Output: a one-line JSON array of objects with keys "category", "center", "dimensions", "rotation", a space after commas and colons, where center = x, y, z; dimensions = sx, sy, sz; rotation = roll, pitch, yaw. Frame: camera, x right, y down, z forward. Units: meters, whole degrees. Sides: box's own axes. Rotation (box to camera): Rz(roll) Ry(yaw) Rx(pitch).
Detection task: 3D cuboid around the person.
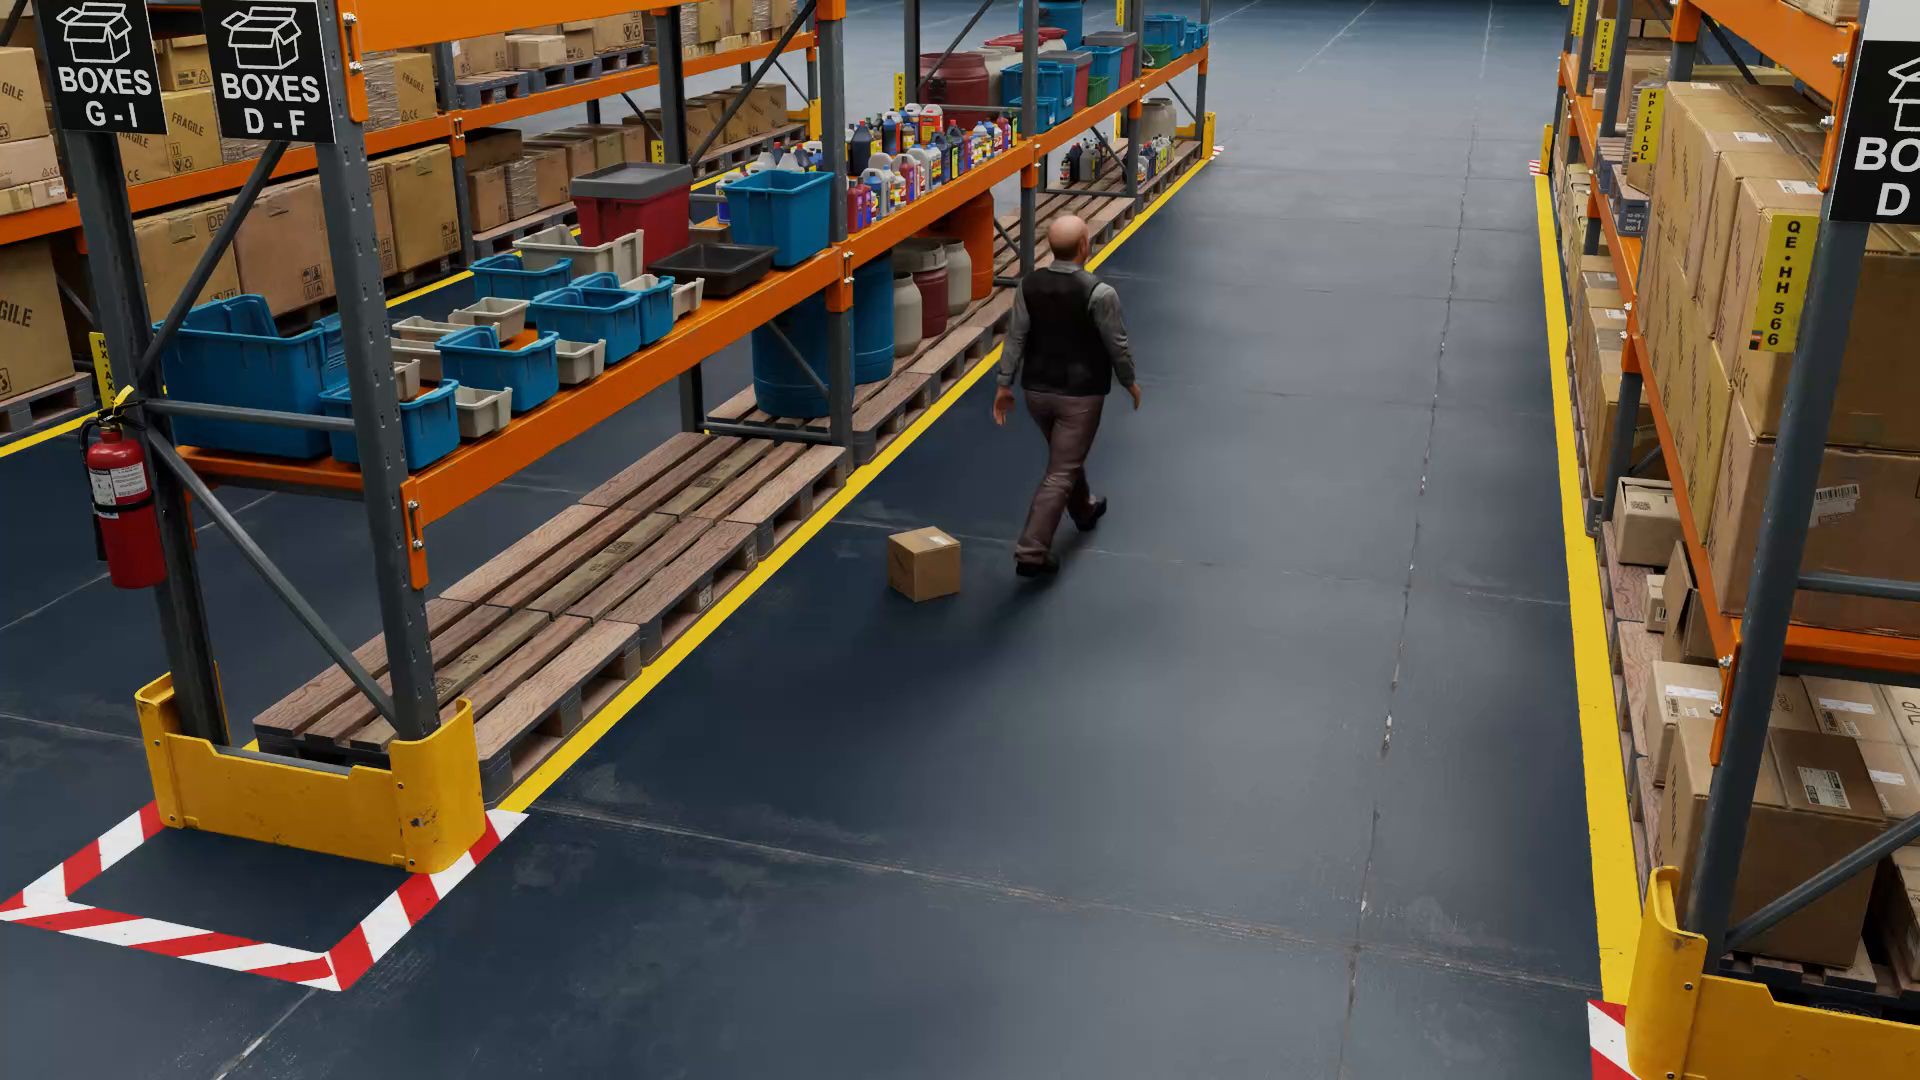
[{"category": "person", "center": [0.529, -0.718, 7.933], "dimensions": [0.581, 1.665, 1.100], "rotation": [15, 26, 33]}]
